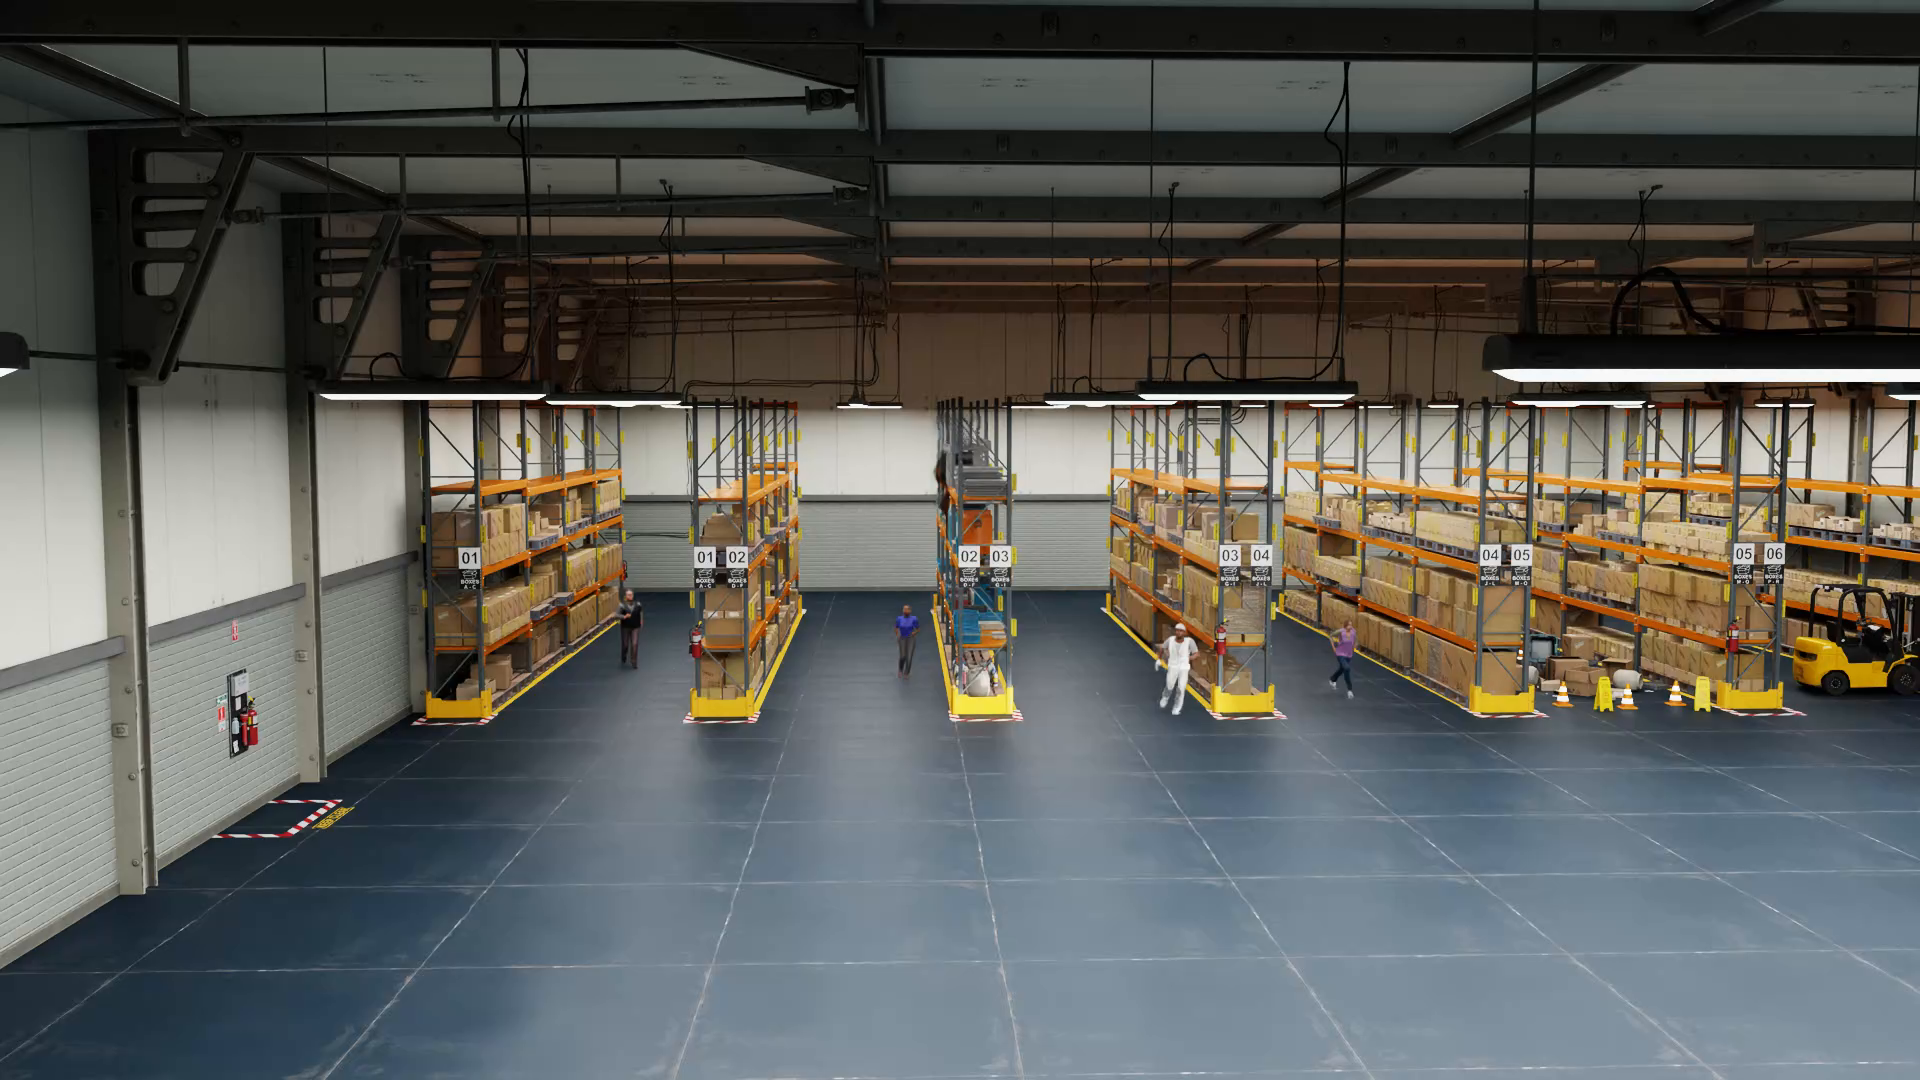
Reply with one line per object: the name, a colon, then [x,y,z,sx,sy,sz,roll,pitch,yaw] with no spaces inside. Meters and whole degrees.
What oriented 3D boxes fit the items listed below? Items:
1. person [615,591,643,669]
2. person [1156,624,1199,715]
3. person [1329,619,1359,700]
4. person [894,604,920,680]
person: [-7.378,1.979,37.159,0.674,1.709,0.907,-2,5,-22]
person: [4.114,2.441,31.499,0.808,1.734,0.561,0,4,6]
person: [7.710,2.355,33.504,0.539,1.595,0.943,-2,5,-19]
person: [-1.120,2.181,35.352,0.561,1.621,0.573,0,4,-2]
